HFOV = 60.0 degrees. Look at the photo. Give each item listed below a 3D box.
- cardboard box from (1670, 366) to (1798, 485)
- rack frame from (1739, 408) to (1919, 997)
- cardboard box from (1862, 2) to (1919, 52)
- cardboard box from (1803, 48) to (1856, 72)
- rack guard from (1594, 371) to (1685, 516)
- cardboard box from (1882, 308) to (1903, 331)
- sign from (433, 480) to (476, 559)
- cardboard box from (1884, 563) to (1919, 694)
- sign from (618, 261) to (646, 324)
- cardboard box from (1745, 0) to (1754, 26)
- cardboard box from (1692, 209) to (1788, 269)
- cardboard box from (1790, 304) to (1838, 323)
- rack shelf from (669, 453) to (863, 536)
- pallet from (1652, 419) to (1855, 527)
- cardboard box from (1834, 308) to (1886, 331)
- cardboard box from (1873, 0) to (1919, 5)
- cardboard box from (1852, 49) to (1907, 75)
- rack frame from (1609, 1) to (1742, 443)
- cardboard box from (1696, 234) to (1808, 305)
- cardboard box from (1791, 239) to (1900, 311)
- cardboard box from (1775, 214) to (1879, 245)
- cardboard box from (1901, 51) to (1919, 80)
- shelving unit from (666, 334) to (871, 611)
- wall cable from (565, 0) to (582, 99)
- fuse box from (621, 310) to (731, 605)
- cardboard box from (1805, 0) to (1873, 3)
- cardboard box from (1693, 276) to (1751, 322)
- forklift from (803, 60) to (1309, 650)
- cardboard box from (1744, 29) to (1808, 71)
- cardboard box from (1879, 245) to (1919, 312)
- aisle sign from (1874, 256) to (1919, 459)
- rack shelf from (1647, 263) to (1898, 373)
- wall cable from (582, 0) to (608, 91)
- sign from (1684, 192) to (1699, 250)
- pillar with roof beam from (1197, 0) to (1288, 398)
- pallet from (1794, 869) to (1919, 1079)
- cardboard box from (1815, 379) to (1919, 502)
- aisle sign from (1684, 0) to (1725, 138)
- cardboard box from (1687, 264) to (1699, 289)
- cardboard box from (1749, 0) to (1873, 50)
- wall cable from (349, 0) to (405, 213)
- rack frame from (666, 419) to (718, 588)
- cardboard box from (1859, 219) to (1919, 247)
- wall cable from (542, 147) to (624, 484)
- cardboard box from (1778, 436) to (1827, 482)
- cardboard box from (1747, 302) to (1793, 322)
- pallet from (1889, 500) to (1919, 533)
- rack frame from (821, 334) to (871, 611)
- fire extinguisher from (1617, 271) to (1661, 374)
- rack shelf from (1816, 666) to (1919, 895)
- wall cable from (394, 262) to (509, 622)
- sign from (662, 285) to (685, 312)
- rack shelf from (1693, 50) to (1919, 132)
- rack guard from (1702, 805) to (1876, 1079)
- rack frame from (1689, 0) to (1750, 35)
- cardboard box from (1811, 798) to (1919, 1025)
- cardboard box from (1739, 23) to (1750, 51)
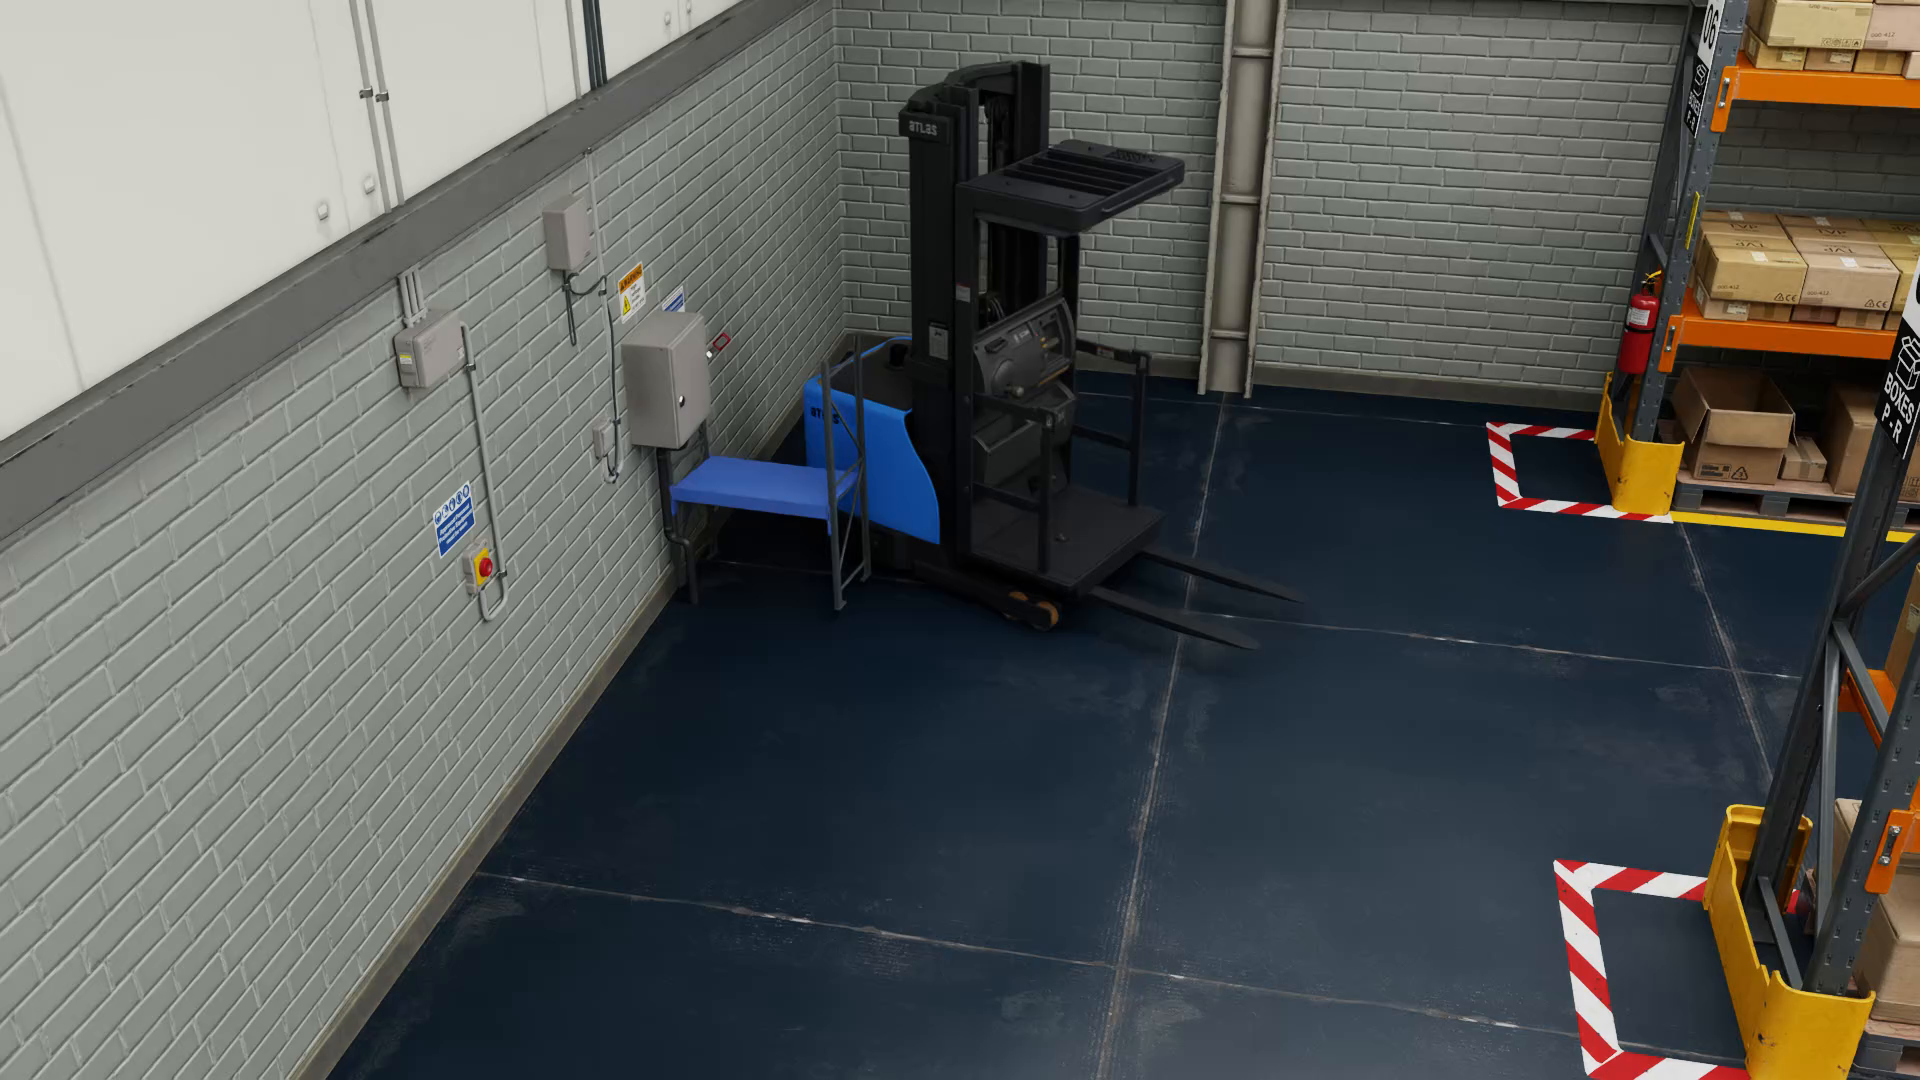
[{"bbox_3d":[5.021,-0.748,10.817,0.637,0.503,0.797,5,29,9],"label":"cardboard box"},{"bbox_3d":[3.410,0.567,6.253,0.127,3.000,1.000,6,29,11],"label":"rack frame"},{"bbox_3d":[5.321,-2.931,9.365,0.500,0.250,0.500,6,29,12],"label":"cardboard box"},{"bbox_3d":[4.968,-2.815,9.569,0.250,0.149,0.380,6,29,11],"label":"cardboard box"},{"bbox_3d":[4.517,-0.661,11.098,0.348,0.500,1.175,6,29,11],"label":"rack guard"},{"bbox_3d":[5.725,-1.401,10.109,0.250,0.149,0.380,6,29,11],"label":"cardboard box"},{"bbox_3d":[-2.179,-0.090,7.171,0.001,0.218,0.327,6,29,11],"label":"sign"},{"bbox_3d":[3.937,0.447,6.368,0.500,0.500,0.500,6,29,11],"label":"cardboard box"},{"bbox_3d":[-1.742,-1.317,8.834,0.001,0.242,0.339,6,29,11],"label":"sign"},{"bbox_3d":[4.935,-3.228,9.908,0.500,0.250,0.500,5,29,10],"label":"cardboard box"},{"bbox_3d":[4.948,-1.908,10.620,0.500,0.250,0.500,7,29,12],"label":"cardboard box"},{"bbox_3d":[5.230,-1.479,10.252,0.250,0.149,0.380,5,29,10],"label":"cardboard box"},{"bbox_3d":[-1.118,-0.275,9.667,1.000,0.185,0.538,7,27,17],"label":"rack shelf"},{"bbox_3d":[5.297,-0.454,11.023,1.213,0.211,1.003,6,29,11],"label":"pallet"},{"bbox_3d":[5.464,-1.425,10.153,0.250,0.149,0.380,7,29,12],"label":"cardboard box"},{"bbox_3d":[5.318,-3.142,9.230,0.500,0.250,0.500,6,29,10],"label":"cardboard box"},{"bbox_3d":[5.215,-2.781,9.507,0.250,0.149,0.380,6,29,11],"label":"cardboard box"},{"bbox_3d":[4.443,-1.765,10.512,0.127,3.000,1.000,6,29,11],"label":"rack frame"},{"bbox_3d":[4.831,-1.657,10.162,0.500,0.250,0.500,6,29,11],"label":"cardboard box"},{"bbox_3d":[5.324,-1.607,10.070,0.500,0.250,0.500,6,29,11],"label":"cardboard box"},{"bbox_3d":[5.452,-1.856,10.525,0.500,0.250,0.500,6,29,11],"label":"cardboard box"},{"bbox_3d":[5.438,-2.708,9.373,0.250,0.149,0.380,6,29,12],"label":"cardboard box"},{"bbox_3d":[-1.121,-0.437,9.589,1.048,1.500,0.538,7,27,17],"label":"shelving unit"},{"bbox_3d":[-2.052,-2.856,6.258,0.029,3.000,2.355,6,29,11],"label":"wall cable"},{"bbox_3d":[-1.528,-0.395,9.351,0.414,1.711,0.539,6,29,11],"label":"fuse box"},{"bbox_3d":[4.825,-3.202,9.340,0.500,0.250,0.500,6,29,10],"label":"cardboard box"},{"bbox_3d":[4.707,-1.493,10.277,0.250,0.149,0.380,6,29,10],"label":"cardboard box"},{"bbox_3d":[0.540,-1.058,9.293,3.031,2.935,1.130,19,34,31],"label":"forklift"},{"bbox_3d":[4.706,-2.829,9.594,0.250,0.149,0.380,6,29,12],"label":"cardboard box"},{"bbox_3d":[5.820,-1.558,9.980,0.500,0.250,0.500,5,29,10],"label":"cardboard box"},{"bbox_3d":[3.405,-0.726,5.908,0.004,0.787,0.394,6,29,11],"label":"aisle sign"},{"bbox_3d":[6.399,-1.249,10.318,4.000,0.370,1.077,6,29,11],"label":"rack shelf"},{"bbox_3d":[-1.433,-4.177,8.631,0.133,3.039,2.988,6,29,11],"label":"wall cable"},{"bbox_3d":[4.330,-1.890,9.839,0.005,0.325,0.100,6,29,11],"label":"sign"},{"bbox_3d":[1.095,-3.068,6.646,0.400,9.000,9.100,6,29,11],"label":"pillar with roof beam"},{"bbox_3d":[4.208,1.833,6.844,1.213,0.211,1.003,6,29,11],"label":"pallet"},{"bbox_3d":[5.849,-0.643,10.628,0.500,0.500,0.700,7,29,13],"label":"cardboard box"},{"bbox_3d":[4.315,-2.774,9.648,0.004,0.787,0.394,6,29,11],"label":"aisle sign"},{"bbox_3d":[4.823,-1.747,10.742,0.250,0.149,0.380,6,29,10],"label":"cardboard box"},{"bbox_3d":[4.820,-2.972,9.441,0.500,0.250,0.500,6,29,10],"label":"cardboard box"},{"bbox_3d":[-2.211,-2.503,5.613,0.029,3.000,0.463,6,29,11],"label":"wall cable"},{"bbox_3d":[-1.603,-0.499,9.740,0.032,1.500,0.500,7,27,17],"label":"rack frame"},{"bbox_3d":[5.936,-1.804,10.430,0.500,0.250,0.500,7,29,12],"label":"cardboard box"},{"bbox_3d":[-1.824,-1.101,8.241,0.122,1.984,0.588,6,29,11],"label":"wall cable"},{"bbox_3d":[5.429,-0.532,10.791,0.250,0.149,0.380,5,29,9],"label":"cardboard box"},{"bbox_3d":[4.966,-1.489,10.270,0.250,0.149,0.380,7,29,12],"label":"cardboard box"},{"bbox_3d":[6.487,-0.331,10.797,1.213,0.211,1.003,6,29,11],"label":"pallet"},{"bbox_3d":[-0.639,-0.376,9.439,0.032,1.500,0.500,7,27,17],"label":"rack frame"},{"bbox_3d":[4.203,-1.365,10.251,0.183,0.674,0.296,6,29,11],"label":"fire extinguisher"},{"bbox_3d":[5.366,1.083,6.060,4.000,0.370,1.077,6,29,11],"label":"rack shelf"},{"bbox_3d":[-2.109,-0.447,7.015,0.123,1.953,0.585,6,29,11],"label":"wall cable"},{"bbox_3d":[-1.627,-1.171,9.526,0.001,0.494,0.329,6,29,11],"label":"sign"},{"bbox_3d":[6.399,-2.564,9.598,4.000,0.370,1.077,6,29,11],"label":"rack shelf"},{"bbox_3d":[3.387,1.661,6.858,0.348,0.500,1.175,6,29,11],"label":"rack guard"},{"bbox_3d":[4.443,-4.396,9.071,0.127,3.000,1.000,6,29,11],"label":"rack frame"},{"bbox_3d":[4.077,1.525,6.733,0.875,0.438,0.875,5,29,9],"label":"cardboard box"},{"bbox_3d":[4.804,-3.047,9.992,0.250,0.149,0.380,7,29,12],"label":"cardboard box"}]
